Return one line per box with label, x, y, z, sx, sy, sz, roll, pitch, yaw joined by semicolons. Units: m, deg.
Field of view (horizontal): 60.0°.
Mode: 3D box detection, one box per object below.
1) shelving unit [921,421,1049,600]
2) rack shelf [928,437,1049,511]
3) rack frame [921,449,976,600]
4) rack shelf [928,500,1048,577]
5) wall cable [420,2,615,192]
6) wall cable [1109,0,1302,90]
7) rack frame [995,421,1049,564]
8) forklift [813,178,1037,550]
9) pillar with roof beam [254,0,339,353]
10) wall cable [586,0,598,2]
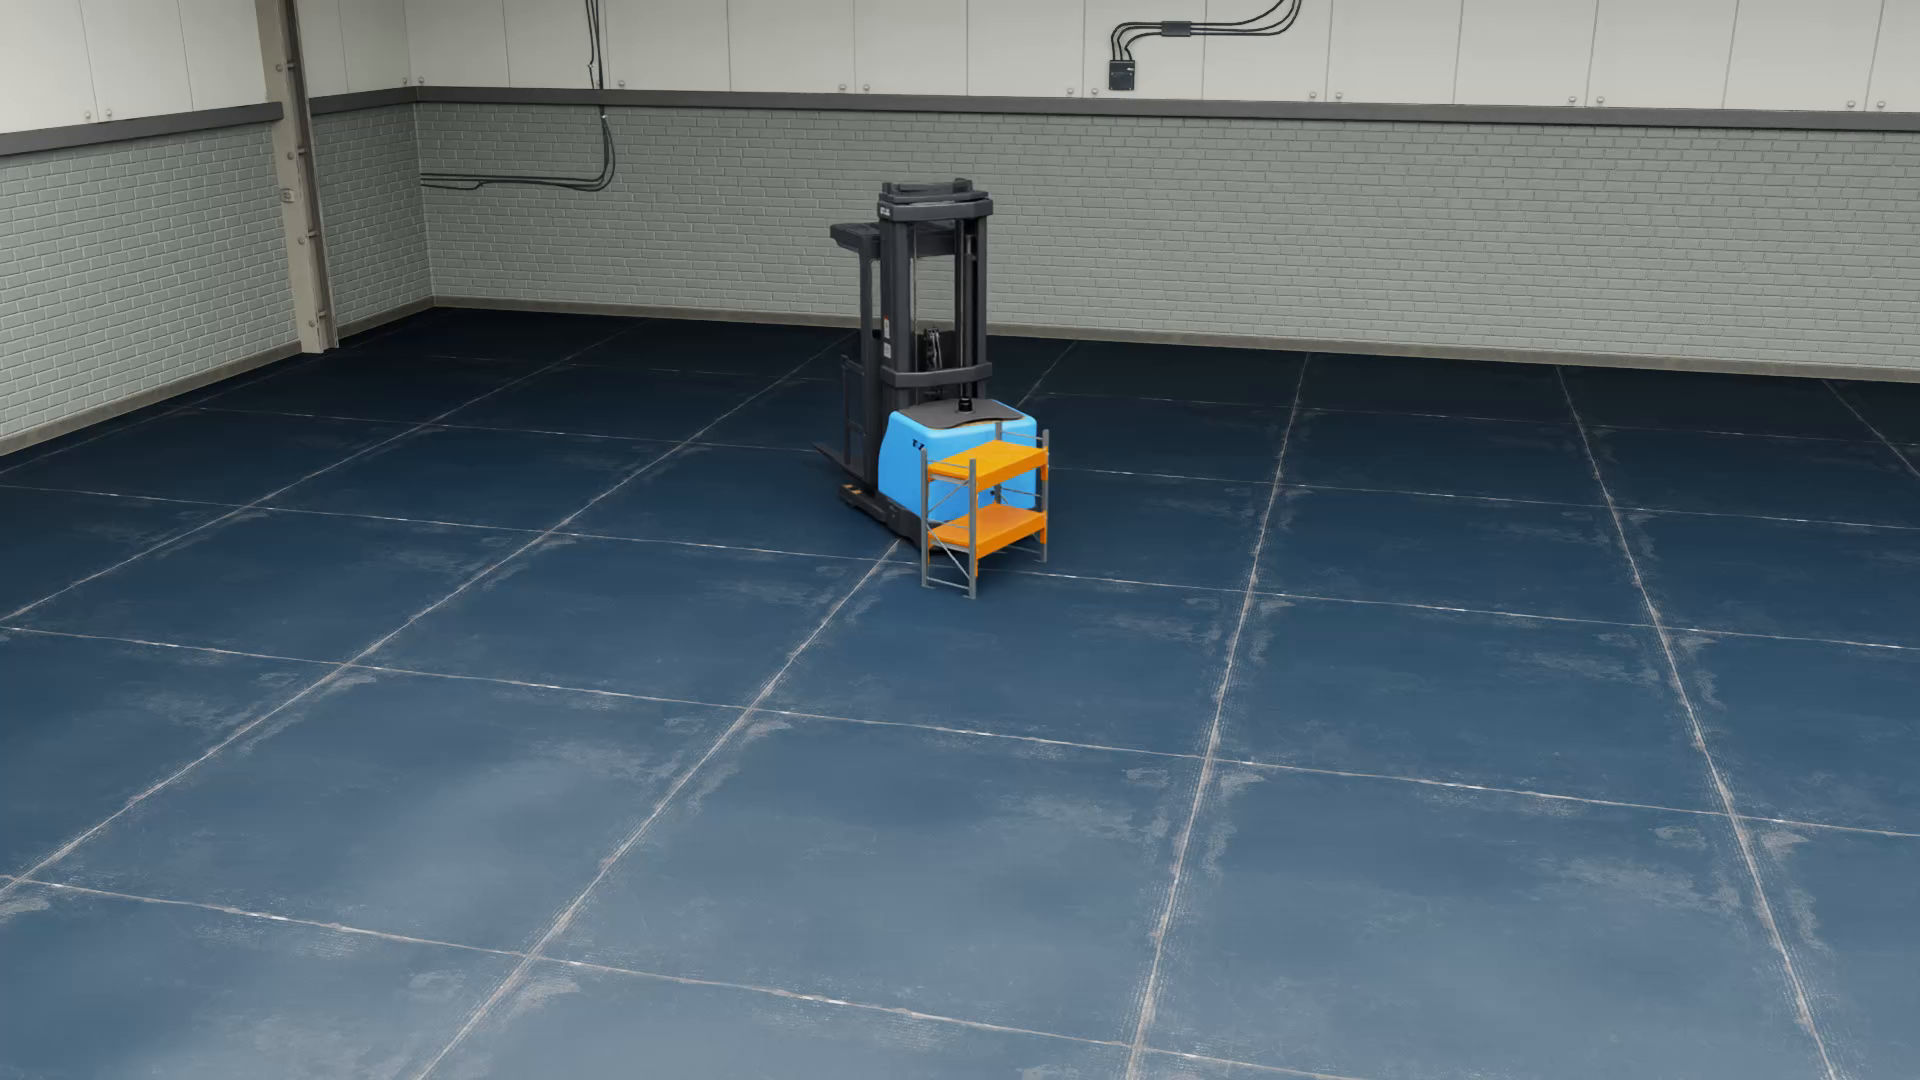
shelving unit;0.205;-0.253;13.188;0.538;1.125;1.048;13;23;33
rack shelf;0.205;-0.530;13.094;0.538;0.278;1.000;13;23;33
rack frame;-0.090;-0.119;12.797;0.500;1.125;0.032;13;23;33
rack shelf;0.205;-0.022;13.267;0.538;0.278;1.000;13;23;33
wall cable;-6.220;-6.056;22.799;3.097;2.526;0.112;5;19;13
wall cable;2.982;-8.380;19.537;2.305;6.003;0.169;5;19;13
rack frame;0.500;-0.387;13.580;0.500;1.125;0.032;13;23;33
forklift;-0.460;-1.733;14.727;1.130;2.935;3.031;-9;21;-25
pillar with roof beam;-4.048;-6.366;18.904;9.100;9.000;0.400;5;19;13
wall cable;-3.597;-8.232;21.357;3.097;2.526;0.112;5;19;13
